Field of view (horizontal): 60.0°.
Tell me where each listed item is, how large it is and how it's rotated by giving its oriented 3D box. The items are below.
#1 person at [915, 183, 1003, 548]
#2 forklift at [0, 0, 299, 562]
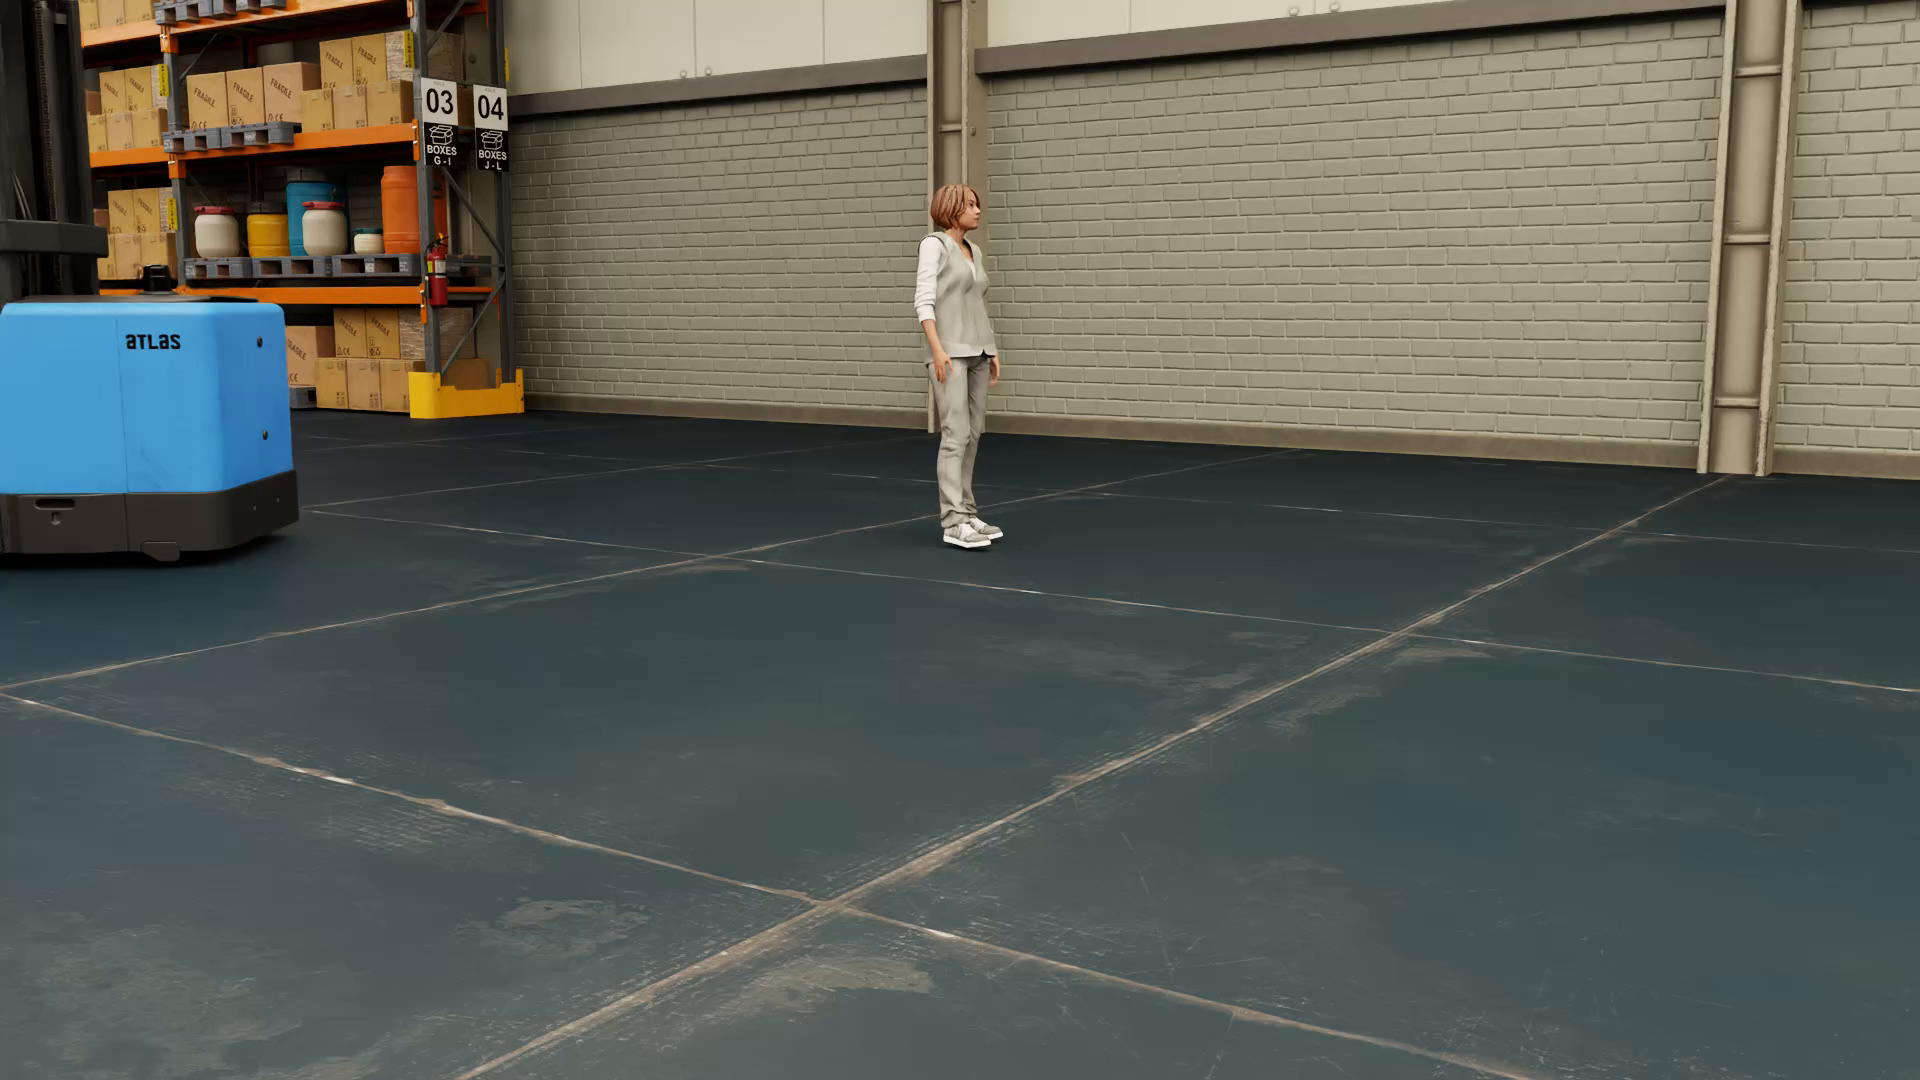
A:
[{"bbox_3d":[0.054,-0.791,7.437,0.473,1.599,0.520,5,10,34],"label":"person"},{"bbox_3d":[-4.547,-1.393,6.986,3.031,2.935,1.130,-1,8,-4],"label":"forklift"}]
